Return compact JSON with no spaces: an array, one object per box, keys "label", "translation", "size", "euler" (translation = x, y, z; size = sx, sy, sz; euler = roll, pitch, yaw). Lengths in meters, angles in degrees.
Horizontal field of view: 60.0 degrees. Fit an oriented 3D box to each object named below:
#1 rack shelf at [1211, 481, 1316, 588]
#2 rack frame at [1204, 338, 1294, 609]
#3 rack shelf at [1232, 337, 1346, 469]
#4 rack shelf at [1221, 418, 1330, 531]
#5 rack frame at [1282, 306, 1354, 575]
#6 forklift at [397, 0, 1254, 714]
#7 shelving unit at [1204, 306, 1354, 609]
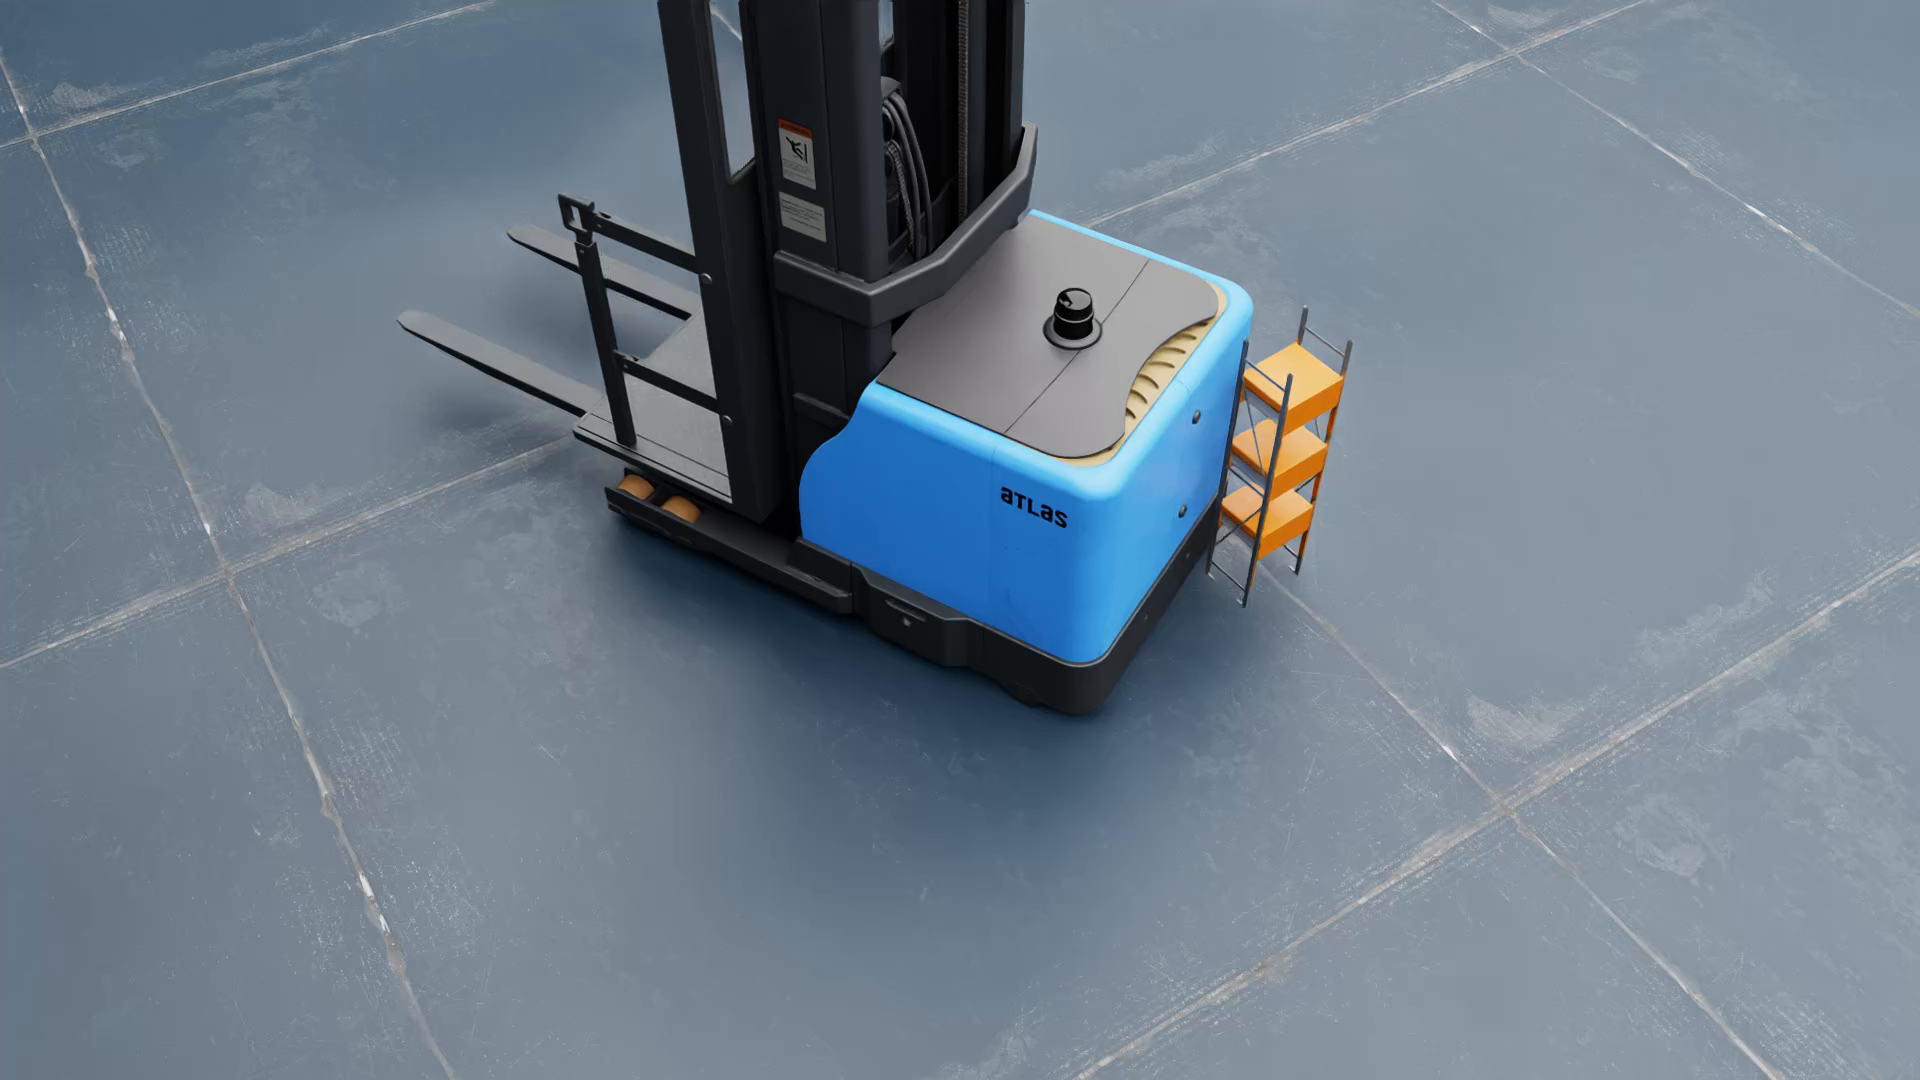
[{"label":"rack shelf","translation":[0.991,-0.043,5.472],"size":[0.240,0.259,0.215],"euler":[-29,55,-24]},{"label":"rack frame","translation":[0.894,-0.180,5.207],"size":[0.008,1.050,0.200],"euler":[-29,55,-24]},{"label":"rack shelf","translation":[0.991,-0.417,5.052],"size":[0.240,0.259,0.215],"euler":[-29,55,-24]},{"label":"rack shelf","translation":[0.991,-0.228,5.264],"size":[0.240,0.259,0.215],"euler":[-29,55,-24]},{"label":"rack frame","translation":[1.088,-0.290,5.305],"size":[0.008,1.050,0.200],"euler":[-29,55,-24]},{"label":"forklift","translation":[-0.630,-1.276,4.924],"size":[3.031,2.935,1.130],"euler":[24,53,20]},{"label":"shelving unit","translation":[0.991,-0.235,5.256],"size":[0.252,1.050,0.215],"euler":[-29,55,-24]}]
